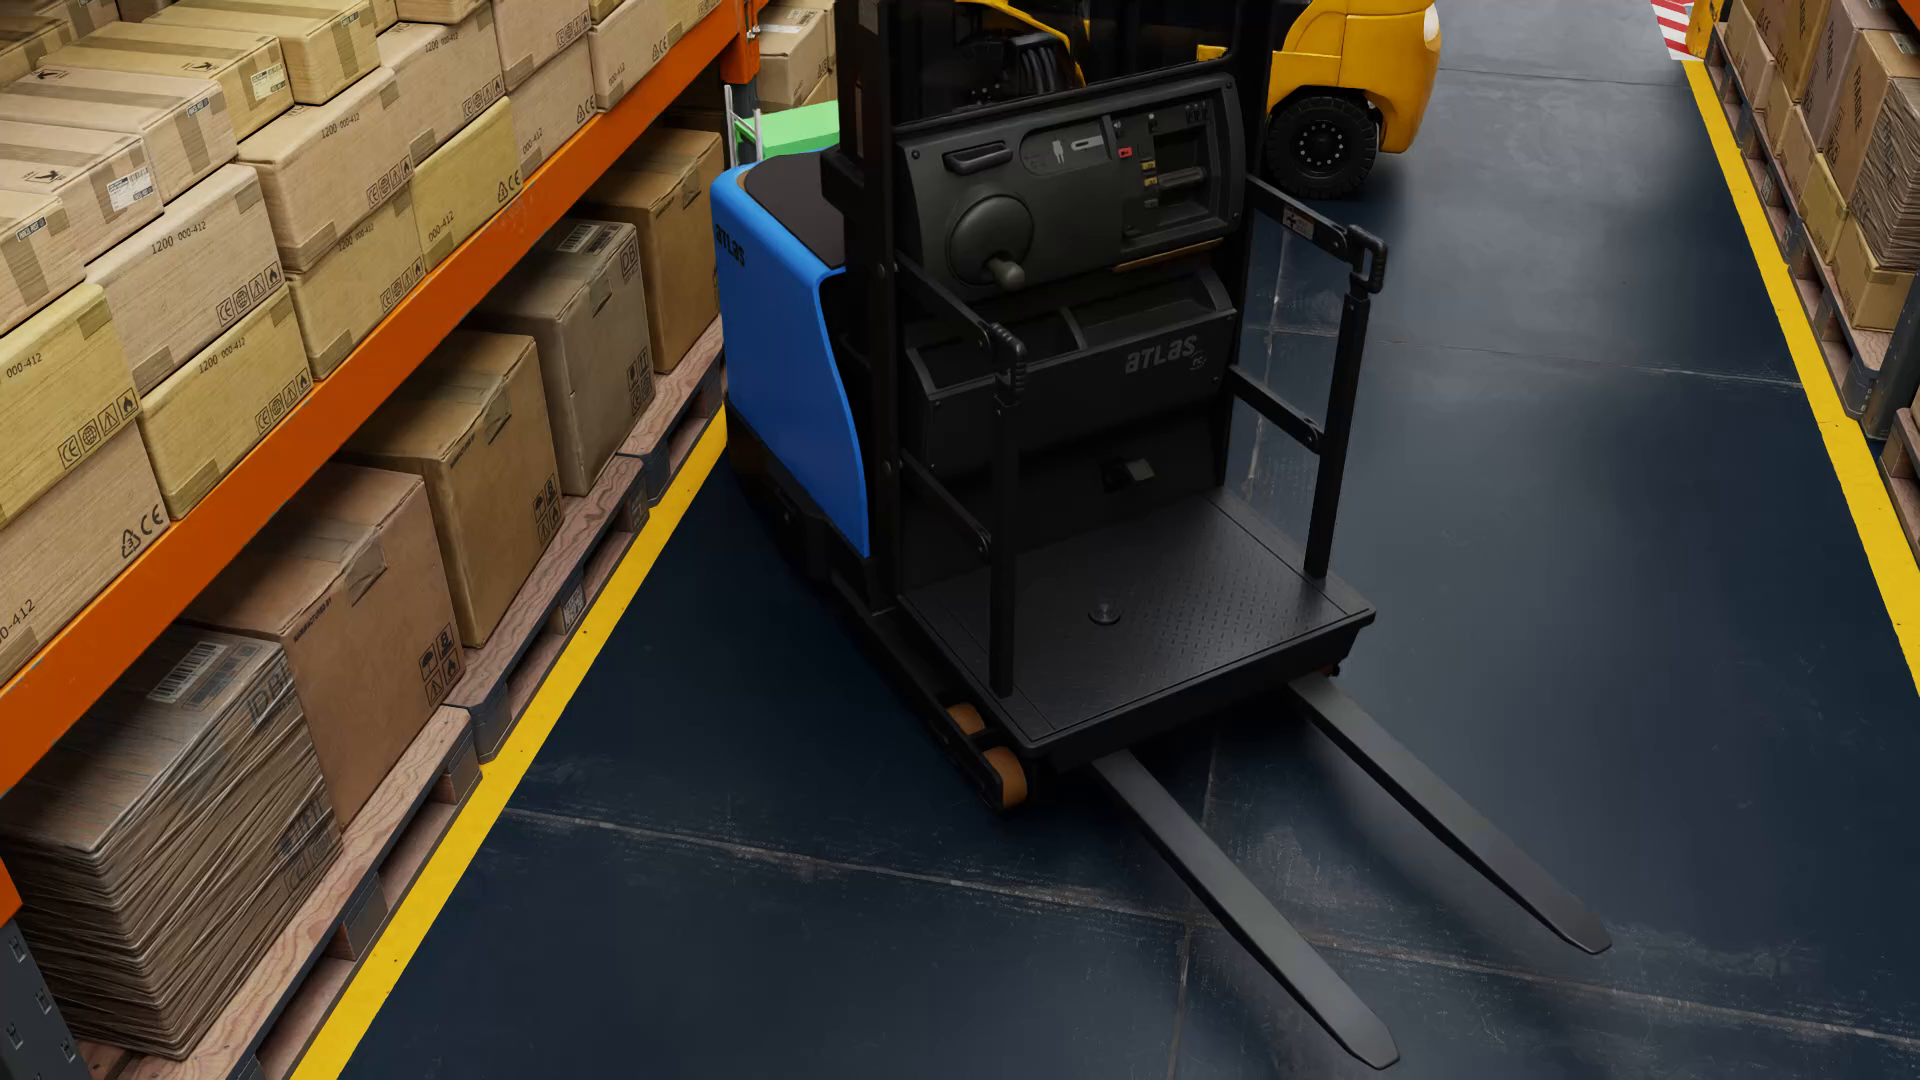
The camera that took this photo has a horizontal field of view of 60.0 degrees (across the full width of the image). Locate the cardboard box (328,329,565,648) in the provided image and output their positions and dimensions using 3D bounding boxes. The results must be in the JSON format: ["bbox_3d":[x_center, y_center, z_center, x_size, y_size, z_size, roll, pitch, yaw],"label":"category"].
[{"bbox_3d":[-1.662,-0.180,4.608,0.875,0.625,0.625,6,36,8],"label":"cardboard box"}]

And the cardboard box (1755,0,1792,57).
[{"bbox_3d":[3.921,-2.439,7.405,0.500,0.500,0.500,6,36,8],"label":"cardboard box"}]

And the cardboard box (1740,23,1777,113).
[{"bbox_3d":[3.916,-2.158,7.656,0.500,0.250,0.500,9,37,12],"label":"cardboard box"}]

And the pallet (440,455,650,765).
[{"bbox_3d":[-1.607,0.111,4.917,1.003,0.211,1.213,7,37,10],"label":"pallet"}]

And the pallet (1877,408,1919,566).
[{"bbox_3d":[3.456,0.049,5.003,1.003,0.211,1.213,7,37,10],"label":"pallet"}]

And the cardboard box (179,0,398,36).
[{"bbox_3d":[-1.501,-1.205,3.719,0.380,0.149,0.250,7,37,10],"label":"cardboard box"}]

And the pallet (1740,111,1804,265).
[{"bbox_3d":[3.988,-1.489,7.125,1.003,0.211,1.213,7,37,10],"label":"pallet"}]

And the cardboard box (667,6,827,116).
[{"bbox_3d":[-0.820,-1.847,6.375,0.500,0.250,0.500,7,36,9],"label":"cardboard box"}]

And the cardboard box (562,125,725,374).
[{"bbox_3d":[-1.330,-1.055,5.815,0.875,0.625,0.625,9,37,12],"label":"cardboard box"}]

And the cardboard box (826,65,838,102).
[{"bbox_3d":[-0.719,-1.934,6.921,0.500,0.250,0.500,7,37,10],"label":"cardboard box"}]

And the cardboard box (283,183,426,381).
[{"bbox_3d":[-1.535,-0.601,3.651,0.500,0.250,0.500,6,36,8],"label":"cardboard box"}]

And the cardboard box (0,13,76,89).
[{"bbox_3d":[-2.034,-0.963,3.385,0.380,0.149,0.250,7,37,10],"label":"cardboard box"}]

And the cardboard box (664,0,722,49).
[{"bbox_3d":[-1.081,-1.765,5.257,0.500,0.250,0.500,8,37,11],"label":"cardboard box"}]

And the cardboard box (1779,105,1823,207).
[{"bbox_3d":[3.701,-1.554,6.823,0.500,0.250,0.500,8,37,11],"label":"cardboard box"}]

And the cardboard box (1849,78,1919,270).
[{"bbox_3d":[3.485,-1.260,5.779,0.500,0.500,0.500,7,36,9],"label":"cardboard box"}]

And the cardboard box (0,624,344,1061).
[{"bbox_3d":[-1.937,0.582,3.557,0.875,0.625,0.625,8,37,11],"label":"cardboard box"}]

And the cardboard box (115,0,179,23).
[{"bbox_3d":[-1.903,-1.252,3.783,0.380,0.149,0.250,8,37,11],"label":"cardboard box"}]

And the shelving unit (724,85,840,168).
[{"bbox_3d":[-0.452,-0.933,5.514,0.503,1.200,0.258,-19,40,-24],"label":"shelving unit"}]

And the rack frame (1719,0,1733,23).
[{"bbox_3d":[4.475,-3.820,7.965,1.000,3.000,0.127,7,37,10],"label":"rack frame"}]

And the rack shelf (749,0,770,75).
[{"bbox_3d":[-0.802,-3.002,7.450,1.077,0.370,4.000,7,37,10],"label":"rack shelf"}]

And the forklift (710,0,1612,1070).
[{"bbox_3d":[0.401,-0.798,3.854,1.130,2.935,3.031,-18,40,-23],"label":"forklift"}]

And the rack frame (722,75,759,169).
[{"bbox_3d":[-1.229,-2.147,5.656,1.000,3.000,0.127,7,37,10],"label":"rack frame"}]

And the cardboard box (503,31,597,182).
[{"bbox_3d":[-1.319,-1.195,4.470,0.500,0.250,0.500,8,37,10],"label":"cardboard box"}]

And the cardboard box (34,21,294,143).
[{"bbox_3d":[-1.574,-0.906,3.306,0.380,0.149,0.250,8,37,10],"label":"cardboard box"}]

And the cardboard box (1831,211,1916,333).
[{"bbox_3d":[3.484,-0.956,5.999,0.500,0.250,0.500,9,37,12],"label":"cardboard box"}]

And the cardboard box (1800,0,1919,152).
[{"bbox_3d":[3.700,-1.845,6.585,0.500,0.500,0.500,9,37,12],"label":"cardboard box"}]

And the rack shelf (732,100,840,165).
[{"bbox_3d":[-0.453,-1.270,5.270,0.480,0.148,0.258,-19,40,-24],"label":"rack shelf"}]

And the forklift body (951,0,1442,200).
[{"bbox_3d":[1.002,-2.781,7.254,2.313,2.155,1.214,7,37,10],"label":"forklift body"}]

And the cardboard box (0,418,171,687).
[{"bbox_3d":[-1.750,-0.017,2.845,0.500,0.250,0.500,7,37,10],"label":"cardboard box"}]

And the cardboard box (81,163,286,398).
[{"bbox_3d":[-1.642,-0.506,3.094,0.500,0.250,0.500,8,37,11],"label":"cardboard box"}]

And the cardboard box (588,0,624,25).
[{"bbox_3d":[-1.187,-1.679,4.713,0.500,0.250,0.500,6,36,9],"label":"cardboard box"}]

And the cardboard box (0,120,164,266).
[{"bbox_3d":[-1.642,-0.607,2.893,0.380,0.149,0.250,8,37,11],"label":"cardboard box"}]

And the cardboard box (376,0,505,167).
[{"bbox_3d":[-1.428,-1.100,3.914,0.500,0.250,0.500,8,37,11],"label":"cardboard box"}]
